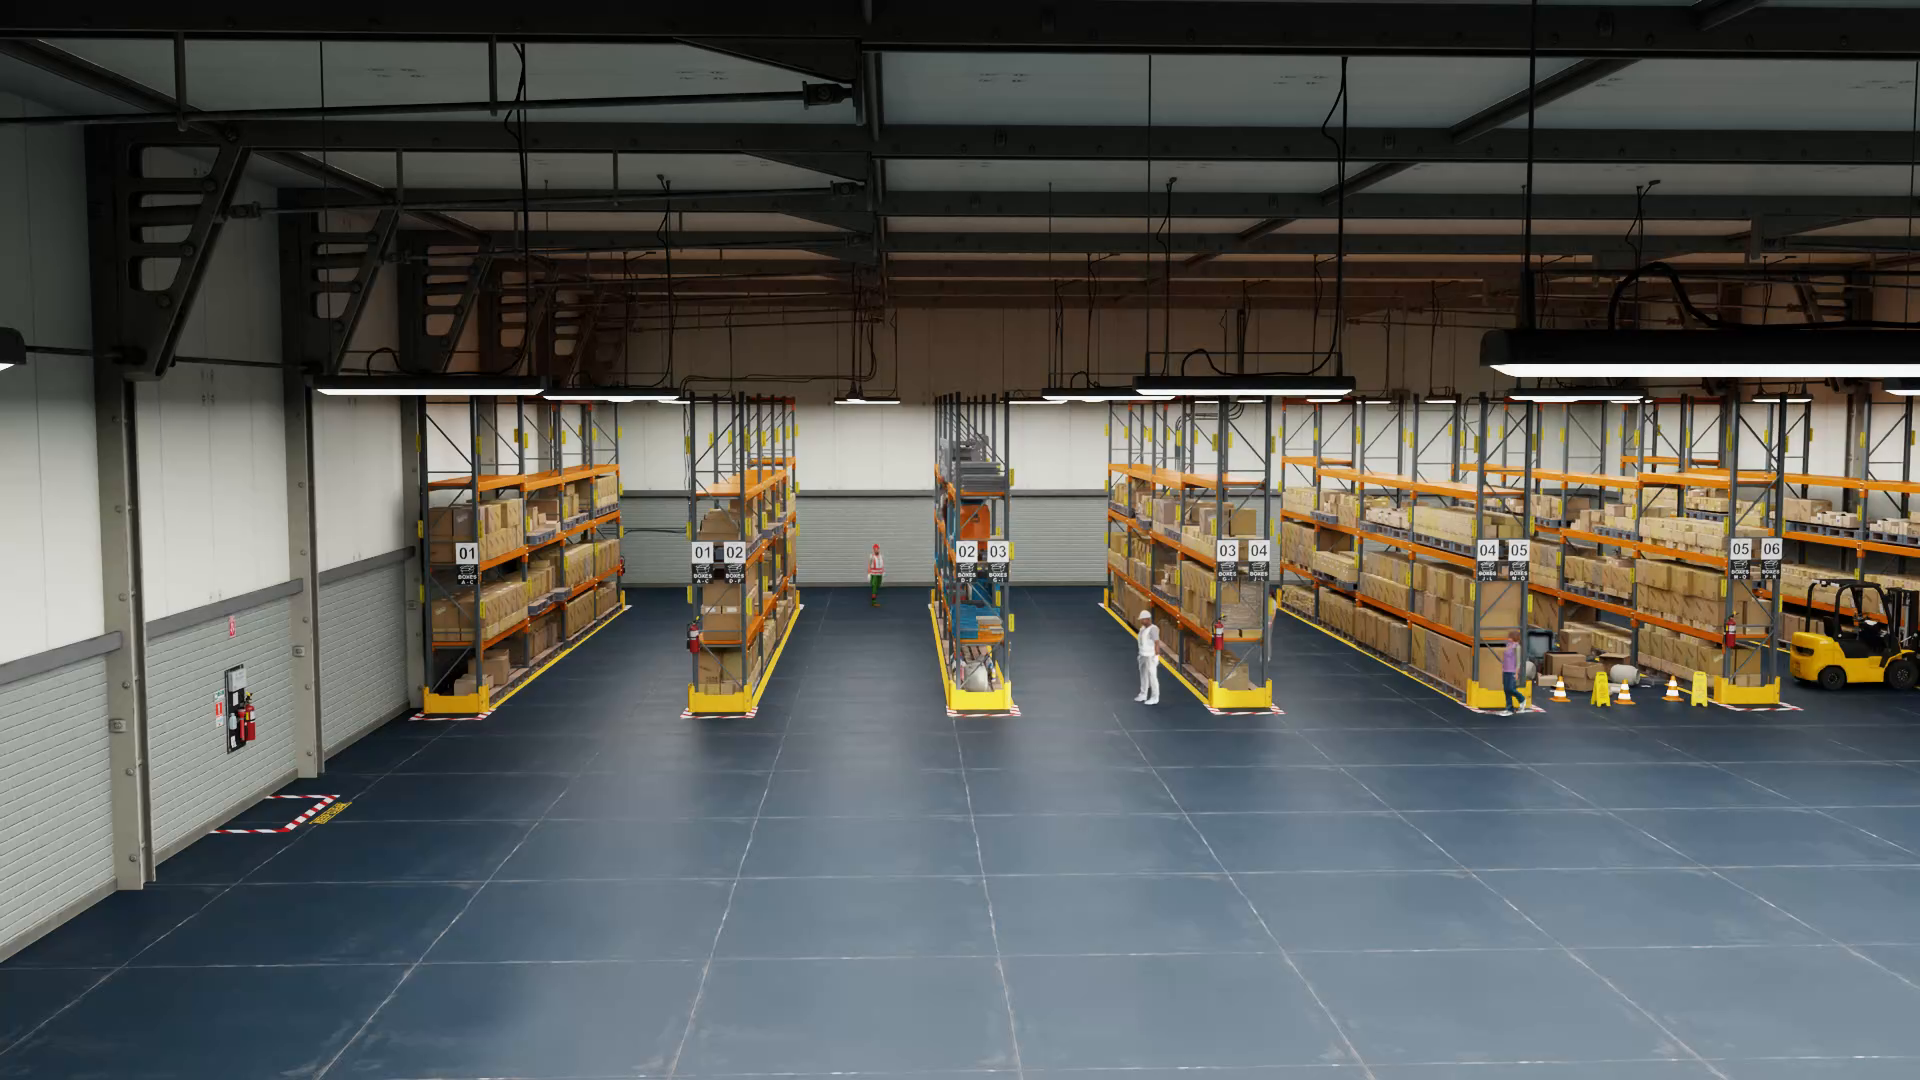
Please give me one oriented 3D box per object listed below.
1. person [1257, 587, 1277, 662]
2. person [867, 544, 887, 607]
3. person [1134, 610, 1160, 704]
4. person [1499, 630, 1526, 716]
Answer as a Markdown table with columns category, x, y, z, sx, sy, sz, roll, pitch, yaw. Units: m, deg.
| category | x | y | z | sx | sy | sz | roll | pitch | yaw |
| --- | --- | --- | --- | --- | --- | --- | --- | --- | --- |
| person | 6.862 | 1.922 | 37.382 | 0.512 | 1.738 | 0.518 | 2 | 5 | 22 |
| person | -2.346 | 1.018 | 47.646 | 0.566 | 1.792 | 0.567 | 4 | 6 | 43 |
| person | 3.609 | 2.249 | 32.179 | 0.416 | 1.780 | 0.634 | -2 | 5 | -22 |
| person | 10.222 | 2.454 | 30.722 | 0.487 | 1.595 | 0.424 | -2 | 5 | -27 |
